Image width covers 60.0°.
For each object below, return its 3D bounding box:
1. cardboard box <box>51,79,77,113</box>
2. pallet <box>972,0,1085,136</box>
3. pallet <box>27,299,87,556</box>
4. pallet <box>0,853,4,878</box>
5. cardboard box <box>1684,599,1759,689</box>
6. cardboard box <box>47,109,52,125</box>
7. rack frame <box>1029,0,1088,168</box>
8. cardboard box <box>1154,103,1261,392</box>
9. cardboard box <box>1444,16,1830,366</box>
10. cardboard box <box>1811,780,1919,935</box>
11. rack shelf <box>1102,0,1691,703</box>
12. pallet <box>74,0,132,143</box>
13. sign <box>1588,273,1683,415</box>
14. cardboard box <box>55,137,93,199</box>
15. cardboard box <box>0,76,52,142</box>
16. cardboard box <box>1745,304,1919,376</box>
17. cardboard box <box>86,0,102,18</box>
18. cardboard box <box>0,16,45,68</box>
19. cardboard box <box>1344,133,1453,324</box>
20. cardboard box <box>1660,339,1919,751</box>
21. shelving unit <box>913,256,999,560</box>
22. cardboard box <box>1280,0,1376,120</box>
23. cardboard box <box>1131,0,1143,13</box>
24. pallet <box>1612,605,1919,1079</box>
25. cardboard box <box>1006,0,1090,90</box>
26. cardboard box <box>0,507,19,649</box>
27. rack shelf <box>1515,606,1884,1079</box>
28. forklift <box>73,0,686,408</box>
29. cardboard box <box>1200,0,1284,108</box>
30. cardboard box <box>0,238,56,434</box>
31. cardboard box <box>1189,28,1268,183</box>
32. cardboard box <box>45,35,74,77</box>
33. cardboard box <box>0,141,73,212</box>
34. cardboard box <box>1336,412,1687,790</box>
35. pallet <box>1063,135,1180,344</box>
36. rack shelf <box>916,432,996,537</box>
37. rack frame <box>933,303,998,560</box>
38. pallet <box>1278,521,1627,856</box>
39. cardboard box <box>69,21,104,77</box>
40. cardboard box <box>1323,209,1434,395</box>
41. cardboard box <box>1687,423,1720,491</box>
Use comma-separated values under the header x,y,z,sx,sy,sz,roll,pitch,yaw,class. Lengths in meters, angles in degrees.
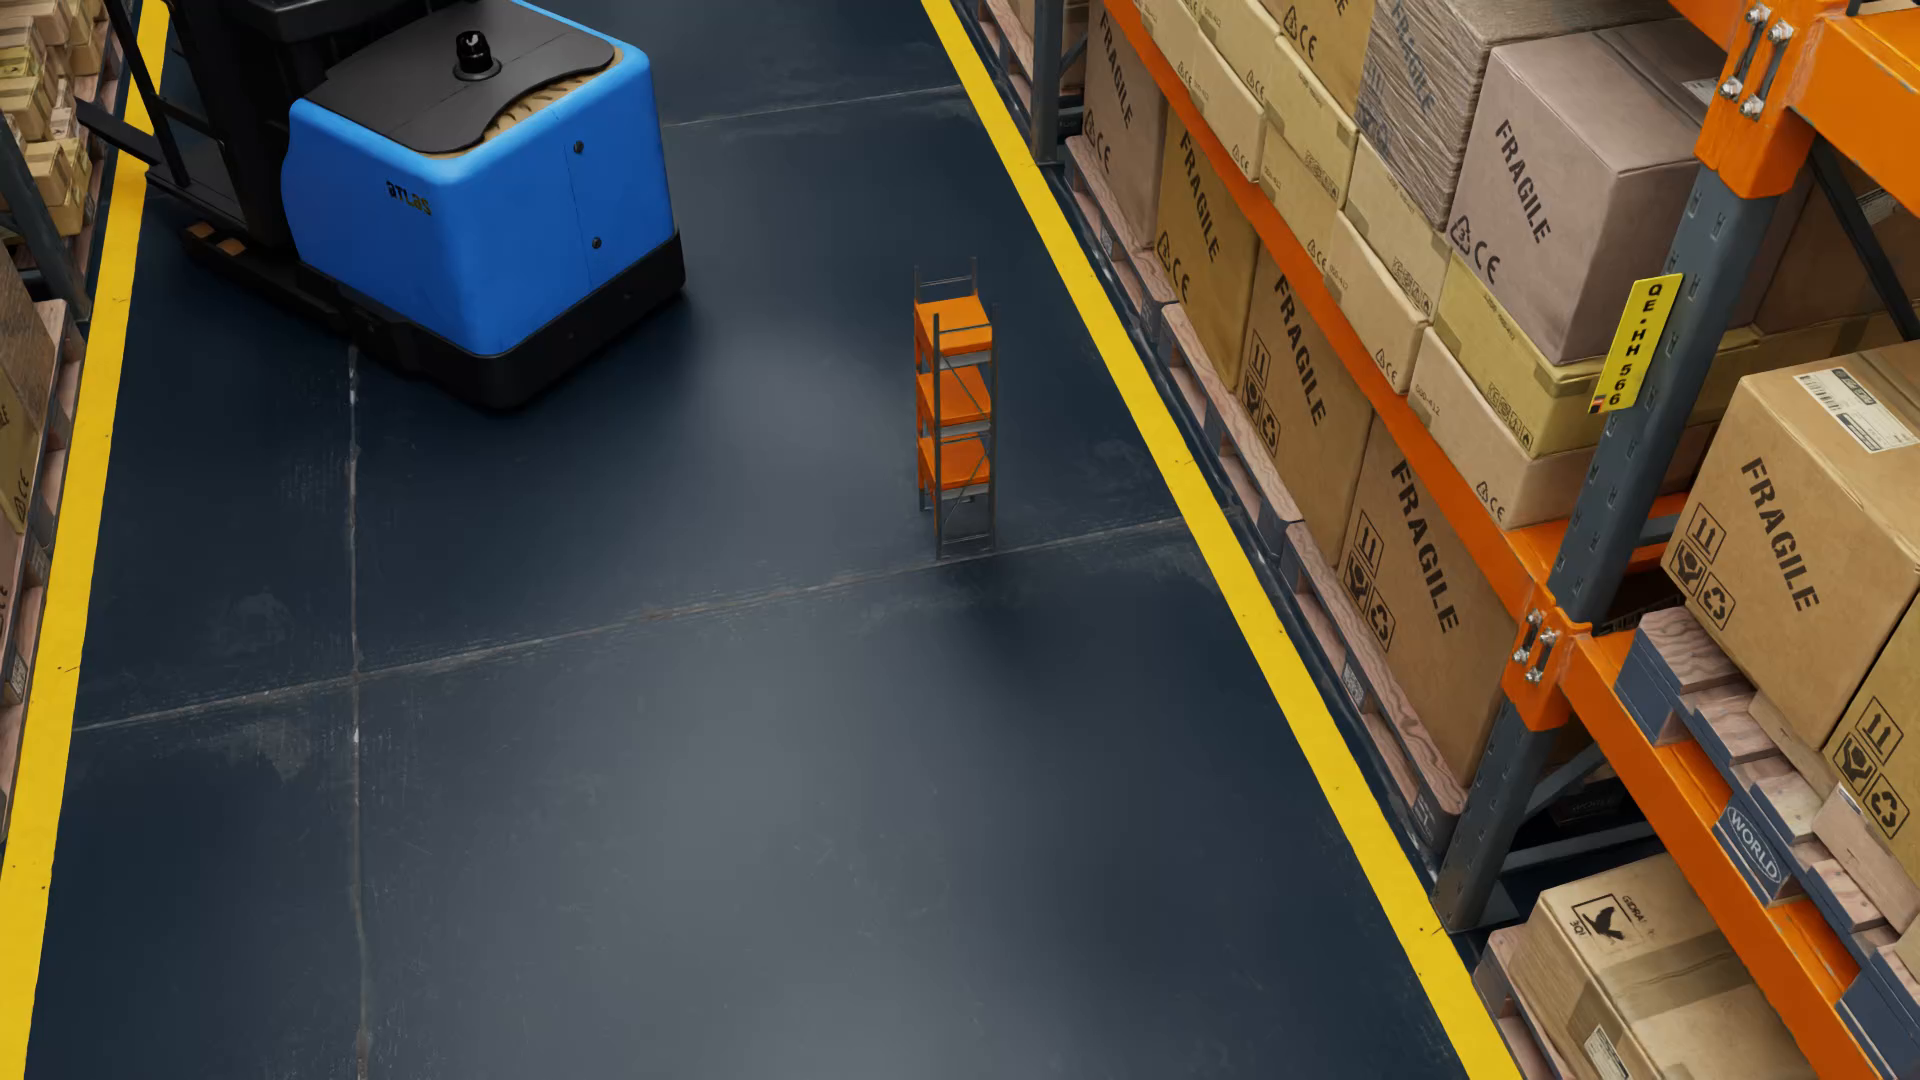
x,y,z,sx,sy,sz,roll,pitch,yaw,class
-4.026,-1.830,7.145,0.380,0.149,0.250,-12,47,-11,cardboard box
0.692,-2.397,7.951,1.003,0.211,1.213,-11,47,-10,pallet
-3.748,-0.346,5.941,1.003,0.211,1.213,-11,47,-10,pallet
-3.123,1.339,4.290,1.003,0.211,1.213,-11,47,-10,pallet
1.738,0.127,3.407,0.380,0.149,0.250,-13,47,-13,cardboard box
-3.981,-1.741,6.850,0.380,0.149,0.250,-11,47,-11,cardboard box
0.811,-2.834,6.427,1.000,3.000,0.127,-11,47,-10,rack frame
1.286,-1.202,6.021,0.875,0.875,0.875,-9,46,-9,cardboard box
1.450,-0.766,3.631,0.500,0.500,0.500,-12,47,-11,cardboard box
1.804,0.526,3.016,0.380,0.149,0.250,-14,47,-13,cardboard box
1.323,-1.201,5.331,1.077,0.370,4.000,-11,47,-10,rack shelf
-4.470,-2.184,7.743,1.003,0.211,1.213,-11,47,-10,pallet
1.299,-0.374,3.205,0.100,0.325,0.005,-11,47,-10,sign
-3.799,-1.502,6.824,0.380,0.149,0.250,-9,46,-9,cardboard box
-3.850,-1.693,6.595,0.380,0.149,0.250,-9,46,-8,cardboard box
1.944,-0.590,3.983,0.500,0.250,0.500,-11,47,-11,cardboard box
-4.137,-2.483,7.577,0.380,0.149,0.250,-10,46,-10,cardboard box
-4.051,-2.035,6.929,0.380,0.149,0.250,-12,47,-11,cardboard box
1.330,-0.836,4.224,0.500,0.250,0.500,-12,47,-11,cardboard box
1.726,-0.005,3.083,0.500,0.500,0.500,-12,47,-11,cardboard box
-0.014,-0.404,5.411,0.215,1.050,0.252,-11,47,-10,shelving unit
1.190,-1.463,4.314,0.500,0.500,0.500,-11,47,-10,cardboard box
0.802,-2.072,5.786,0.500,0.250,0.500,-12,47,-11,cardboard box
2.120,0.467,3.326,1.213,0.211,1.003,-11,47,-10,pallet
0.754,-2.537,7.636,0.875,0.438,0.875,-11,47,-11,cardboard box
-3.257,0.043,5.064,0.500,0.500,0.500,-12,47,-11,cardboard box
2.347,1.560,2.624,1.077,0.370,4.000,-11,47,-10,rack shelf
-2.592,-2.367,6.017,3.031,2.935,1.130,27,52,24,forklift
1.046,-1.544,4.918,0.500,0.250,0.500,-12,47,-12,cardboard box
-3.515,-0.666,5.759,0.500,0.500,0.500,-12,47,-11,cardboard box
1.037,-1.369,5.096,0.500,0.250,0.500,-11,47,-11,cardboard box
-4.095,-2.122,7.223,0.380,0.149,0.250,-9,46,-8,cardboard box
-3.732,-1.421,6.536,0.380,0.149,0.250,-9,46,-8,cardboard box
1.738,0.032,4.812,0.875,0.875,0.875,-11,47,-11,cardboard box
1.081,-1.339,6.914,1.003,0.211,1.213,-11,47,-10,pallet
-0.014,-0.202,5.617,0.215,0.259,0.240,-11,47,-10,rack shelf
0.018,-0.320,5.329,0.200,1.050,0.008,-11,47,-10,rack frame
1.706,0.346,5.263,1.003,0.211,1.213,-11,47,-10,pallet
-4.102,-2.207,7.514,0.380,0.149,0.250,-12,47,-11,cardboard box
1.308,-0.671,4.413,0.500,0.250,0.500,-10,46,-10,cardboard box
1.953,-0.404,4.150,0.500,0.250,0.500,-11,47,-11,cardboard box
